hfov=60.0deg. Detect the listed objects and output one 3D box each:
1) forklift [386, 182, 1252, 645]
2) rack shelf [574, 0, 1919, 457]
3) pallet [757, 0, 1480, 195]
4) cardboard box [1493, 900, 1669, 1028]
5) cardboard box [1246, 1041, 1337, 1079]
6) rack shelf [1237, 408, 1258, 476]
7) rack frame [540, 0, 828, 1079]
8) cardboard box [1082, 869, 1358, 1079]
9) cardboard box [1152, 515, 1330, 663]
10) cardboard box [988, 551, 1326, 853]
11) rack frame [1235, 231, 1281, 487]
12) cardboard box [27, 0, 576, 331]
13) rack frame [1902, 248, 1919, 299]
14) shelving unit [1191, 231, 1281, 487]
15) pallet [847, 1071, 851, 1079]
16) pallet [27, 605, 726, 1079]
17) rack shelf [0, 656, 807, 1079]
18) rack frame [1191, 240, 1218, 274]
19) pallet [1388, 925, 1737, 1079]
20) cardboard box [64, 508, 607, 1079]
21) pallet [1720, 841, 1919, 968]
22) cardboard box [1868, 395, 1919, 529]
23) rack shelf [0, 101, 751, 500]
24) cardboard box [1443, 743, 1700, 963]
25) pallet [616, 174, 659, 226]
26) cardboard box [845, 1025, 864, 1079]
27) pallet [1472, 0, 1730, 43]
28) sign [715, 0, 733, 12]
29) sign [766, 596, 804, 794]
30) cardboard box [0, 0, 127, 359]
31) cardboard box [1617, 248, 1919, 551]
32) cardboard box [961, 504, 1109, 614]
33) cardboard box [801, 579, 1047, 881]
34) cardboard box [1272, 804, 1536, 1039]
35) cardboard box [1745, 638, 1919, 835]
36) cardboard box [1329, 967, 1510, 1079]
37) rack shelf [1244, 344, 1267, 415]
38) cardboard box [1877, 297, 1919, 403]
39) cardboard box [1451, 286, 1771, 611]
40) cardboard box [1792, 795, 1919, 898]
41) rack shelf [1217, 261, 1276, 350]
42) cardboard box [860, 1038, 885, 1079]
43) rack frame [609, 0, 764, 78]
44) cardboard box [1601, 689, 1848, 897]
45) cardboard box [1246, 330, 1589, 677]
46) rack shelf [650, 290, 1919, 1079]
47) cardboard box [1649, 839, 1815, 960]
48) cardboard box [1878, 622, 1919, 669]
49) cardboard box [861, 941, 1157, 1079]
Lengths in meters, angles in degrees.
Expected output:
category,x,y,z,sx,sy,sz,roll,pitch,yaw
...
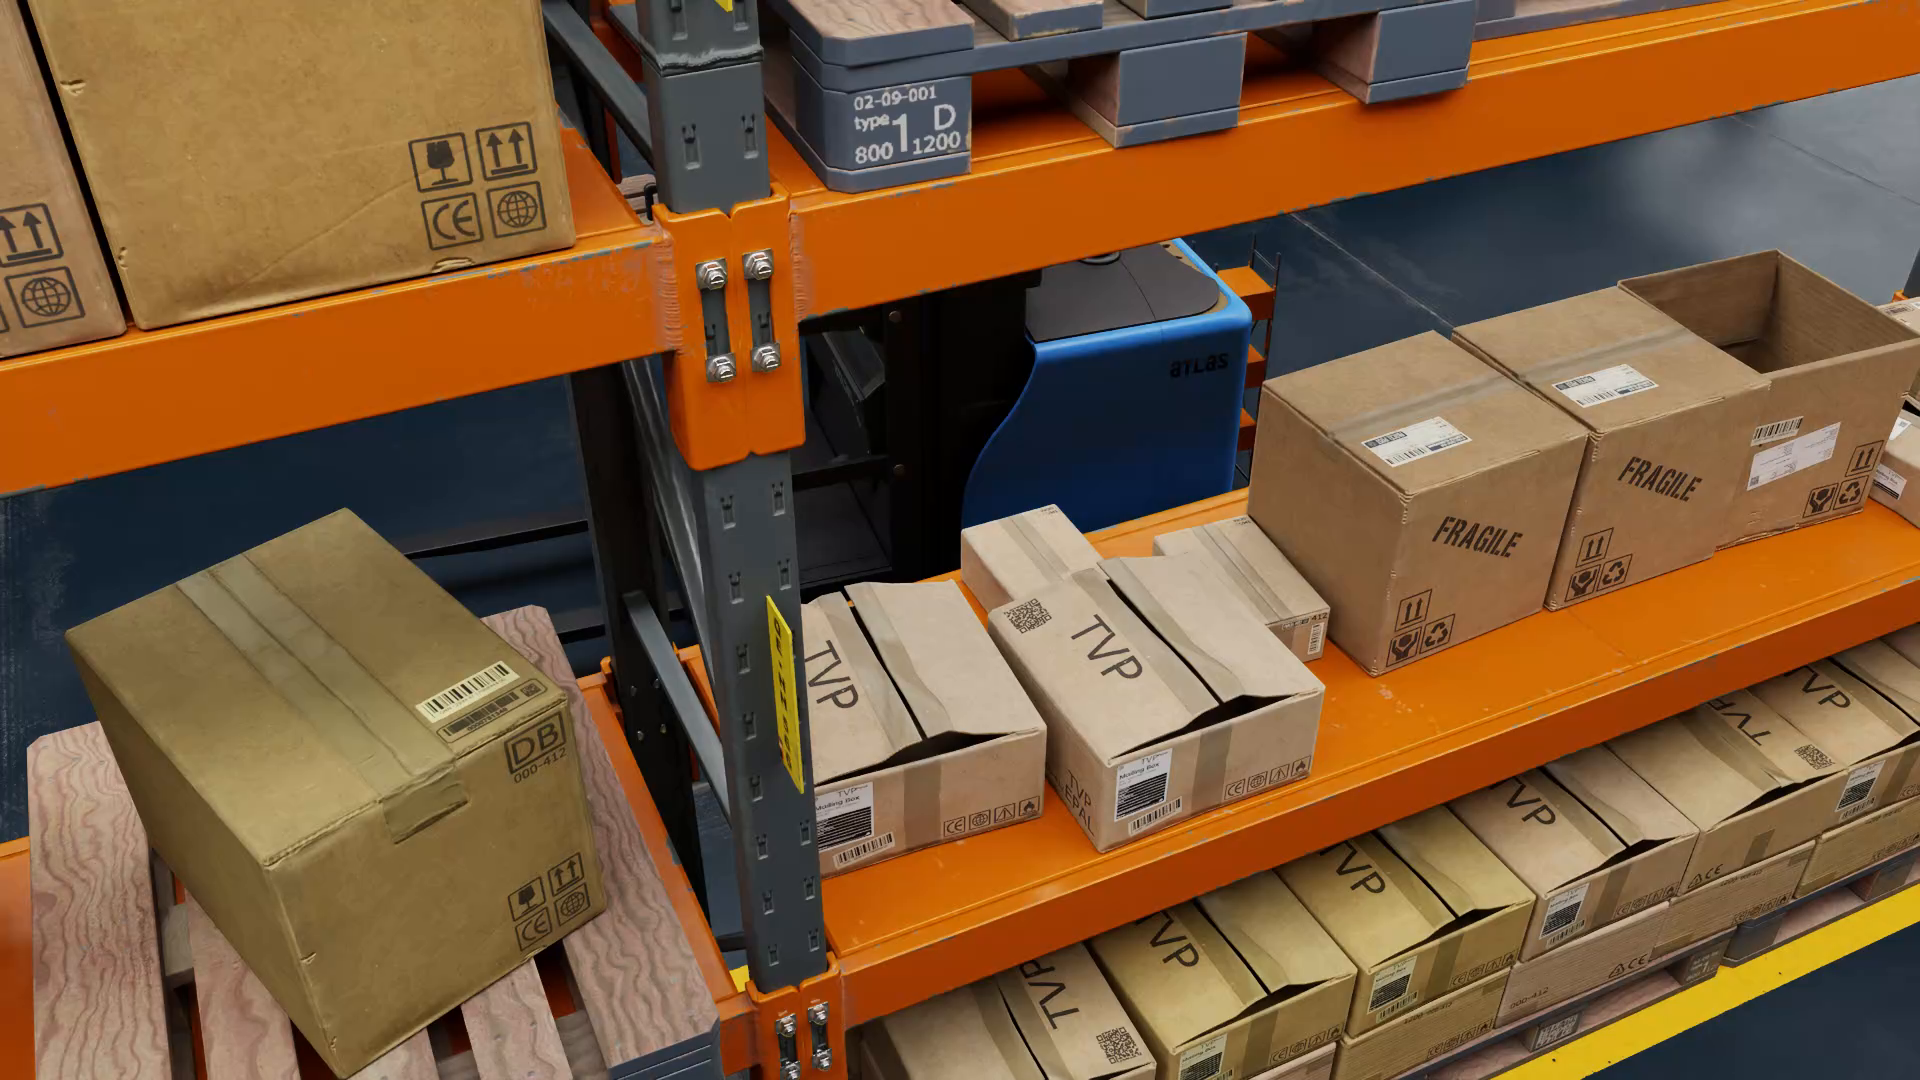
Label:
category,x,y,z,sx,sy,sz,roll,pitch,yaw
forklift,-0.589,-1.058,5.215,3.031,2.935,1.130,-11,38,-15
rack shelf,1.307,-1.043,3.224,4.000,0.370,1.077,-16,39,-20
pallet,0.073,-0.970,2.680,1.003,0.211,1.213,-14,39,-18
cardboard box,1.483,0.948,4.409,0.500,0.250,0.500,-15,39,-19
cardboard box,0.550,1.213,4.052,0.500,0.250,0.500,-17,40,-21
rack shelf,0.977,-0.381,6.367,0.240,0.259,0.215,-12,38,-15
rack frame,-0.503,0.379,3.221,0.127,3.000,1.000,-16,39,-20
cardboard box,0.567,0.978,3.899,0.500,0.311,0.500,-17,40,-21
cardboard box,0.627,0.127,3.772,0.250,0.149,0.380,-13,38,-17
cardboard box,0.389,0.293,3.412,0.500,0.311,0.500,-16,39,-20
rack frame,1.092,-0.636,6.227,0.008,1.050,0.200,-12,38,-15
cardboard box,-0.884,-0.737,2.124,0.500,0.500,0.910,-16,39,-20
rack frame,3.118,-0.633,4.586,0.127,3.000,1.000,-16,39,-20
shelving unit,0.977,-0.613,6.195,0.252,1.050,0.215,-12,38,-15
pallet,0.258,1.312,4.304,1.213,0.211,1.003,-16,39,-20
pallet,-1.087,0.666,2.996,1.003,0.211,1.213,-16,39,-20
rack shelf,-2.314,1.174,2.753,4.000,0.370,1.077,-16,39,-20
rack frame,0.861,-0.589,6.163,0.008,1.050,0.200,-12,38,-15
pallet,1.361,1.005,4.718,1.213,0.211,1.003,-16,39,-20
cardboard box,-1.026,0.390,2.769,0.500,0.500,0.700,-30,46,-34
pallet,2.467,0.694,5.137,1.213,0.211,1.003,-16,39,-20
cardboard box,2.400,-0.258,4.193,0.258,0.266,0.396,-17,40,-21
rack shelf,-2.314,-0.031,1.859,4.000,0.370,1.077,-16,39,-20
cardboard box,1.495,0.720,4.247,0.500,0.311,0.500,-16,39,-21
pallet,-1.887,-1.348,7.891,1.213,0.211,1.003,-16,39,-20
cardboard box,-0.131,1.050,4.272,0.500,0.250,0.500,-15,39,-19
pallet,1.084,-1.255,3.064,1.213,0.211,1.003,-14,39,-18
sign,-0.275,-0.740,1.778,0.005,0.325,0.100,-16,39,-20
sign,-0.264,0.236,2.508,0.005,0.325,0.100,-16,39,-20
cardboard box,-1.346,-0.608,1.950,0.500,0.500,0.910,-16,39,-20
cardboard box,1.939,-0.355,4.126,0.500,0.500,0.500,-13,38,-17
cardboard box,0.193,0.103,3.804,0.250,0.149,0.380,-16,39,-20
cardboard box,-0.156,0.346,3.340,0.500,0.311,0.500,-13,39,-17
cardboard box,1.030,0.850,4.071,0.500,0.311,0.500,-17,40,-21
cardboard box,2.405,0.469,4.584,0.500,0.311,0.500,-15,39,-19
cardboard box,1.018,1.078,4.234,0.500,0.250,0.500,-17,40,-21
rack shelf,0.977,-0.604,6.201,0.240,0.259,0.215,-12,38,-15
cardboard box,2.690,-0.425,4.431,0.500,0.250,0.500,-13,39,-17
cardboard box,1.485,-0.228,3.955,0.500,0.500,0.500,-16,39,-20
cardboard box,2.407,0.691,4.757,0.500,0.250,0.500,-16,40,-21
rack shelf,0.977,-0.832,6.032,0.240,0.259,0.215,-12,38,-15
cardboard box,0.096,1.341,3.880,0.500,0.250,0.500,-16,39,-20
rack frame,-0.503,-2.031,1.434,0.127,3.000,1.000,-16,39,-20
cardboard box,1.952,0.594,4.416,0.500,0.311,0.500,-16,39,-20
cardboard box,1.009,-0.095,3.776,0.500,0.500,0.500,-18,40,-22
rack shelf,1.307,0.162,4.118,4.000,0.370,1.077,-16,39,-20
cardboard box,1.944,0.820,4.582,0.500,0.250,0.500,-15,39,-19
cardboard box,2.873,0.334,4.766,0.500,0.311,0.500,-16,39,-20
cardboard box,0.096,1.115,3.713,0.500,0.311,0.500,-14,39,-18
